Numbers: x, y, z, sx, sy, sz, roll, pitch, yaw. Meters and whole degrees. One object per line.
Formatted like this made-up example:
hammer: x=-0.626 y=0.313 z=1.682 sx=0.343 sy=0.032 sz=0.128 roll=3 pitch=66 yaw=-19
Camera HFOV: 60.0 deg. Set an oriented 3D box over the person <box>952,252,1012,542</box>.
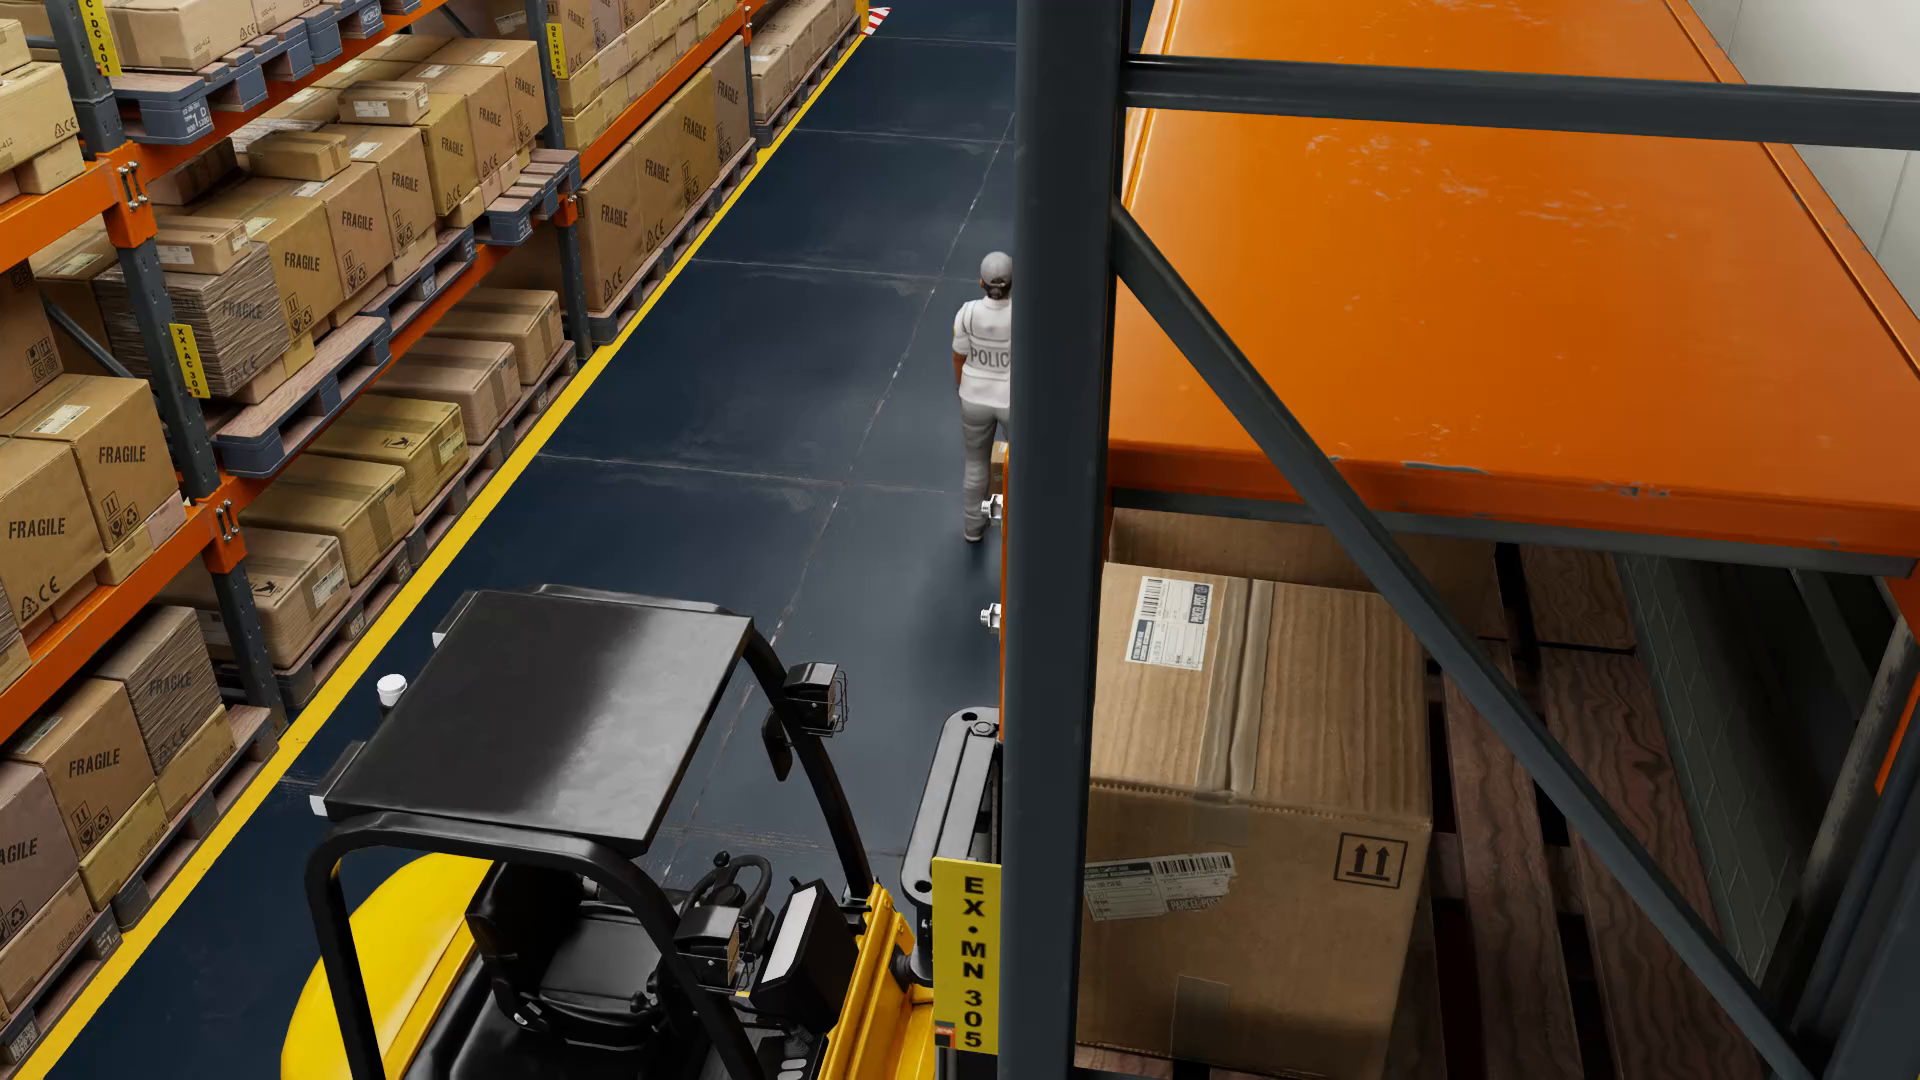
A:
person: x=0.197 y=-0.740 z=8.797 sx=0.471 sy=1.667 sz=0.390 roll=7 pitch=33 yaw=10
